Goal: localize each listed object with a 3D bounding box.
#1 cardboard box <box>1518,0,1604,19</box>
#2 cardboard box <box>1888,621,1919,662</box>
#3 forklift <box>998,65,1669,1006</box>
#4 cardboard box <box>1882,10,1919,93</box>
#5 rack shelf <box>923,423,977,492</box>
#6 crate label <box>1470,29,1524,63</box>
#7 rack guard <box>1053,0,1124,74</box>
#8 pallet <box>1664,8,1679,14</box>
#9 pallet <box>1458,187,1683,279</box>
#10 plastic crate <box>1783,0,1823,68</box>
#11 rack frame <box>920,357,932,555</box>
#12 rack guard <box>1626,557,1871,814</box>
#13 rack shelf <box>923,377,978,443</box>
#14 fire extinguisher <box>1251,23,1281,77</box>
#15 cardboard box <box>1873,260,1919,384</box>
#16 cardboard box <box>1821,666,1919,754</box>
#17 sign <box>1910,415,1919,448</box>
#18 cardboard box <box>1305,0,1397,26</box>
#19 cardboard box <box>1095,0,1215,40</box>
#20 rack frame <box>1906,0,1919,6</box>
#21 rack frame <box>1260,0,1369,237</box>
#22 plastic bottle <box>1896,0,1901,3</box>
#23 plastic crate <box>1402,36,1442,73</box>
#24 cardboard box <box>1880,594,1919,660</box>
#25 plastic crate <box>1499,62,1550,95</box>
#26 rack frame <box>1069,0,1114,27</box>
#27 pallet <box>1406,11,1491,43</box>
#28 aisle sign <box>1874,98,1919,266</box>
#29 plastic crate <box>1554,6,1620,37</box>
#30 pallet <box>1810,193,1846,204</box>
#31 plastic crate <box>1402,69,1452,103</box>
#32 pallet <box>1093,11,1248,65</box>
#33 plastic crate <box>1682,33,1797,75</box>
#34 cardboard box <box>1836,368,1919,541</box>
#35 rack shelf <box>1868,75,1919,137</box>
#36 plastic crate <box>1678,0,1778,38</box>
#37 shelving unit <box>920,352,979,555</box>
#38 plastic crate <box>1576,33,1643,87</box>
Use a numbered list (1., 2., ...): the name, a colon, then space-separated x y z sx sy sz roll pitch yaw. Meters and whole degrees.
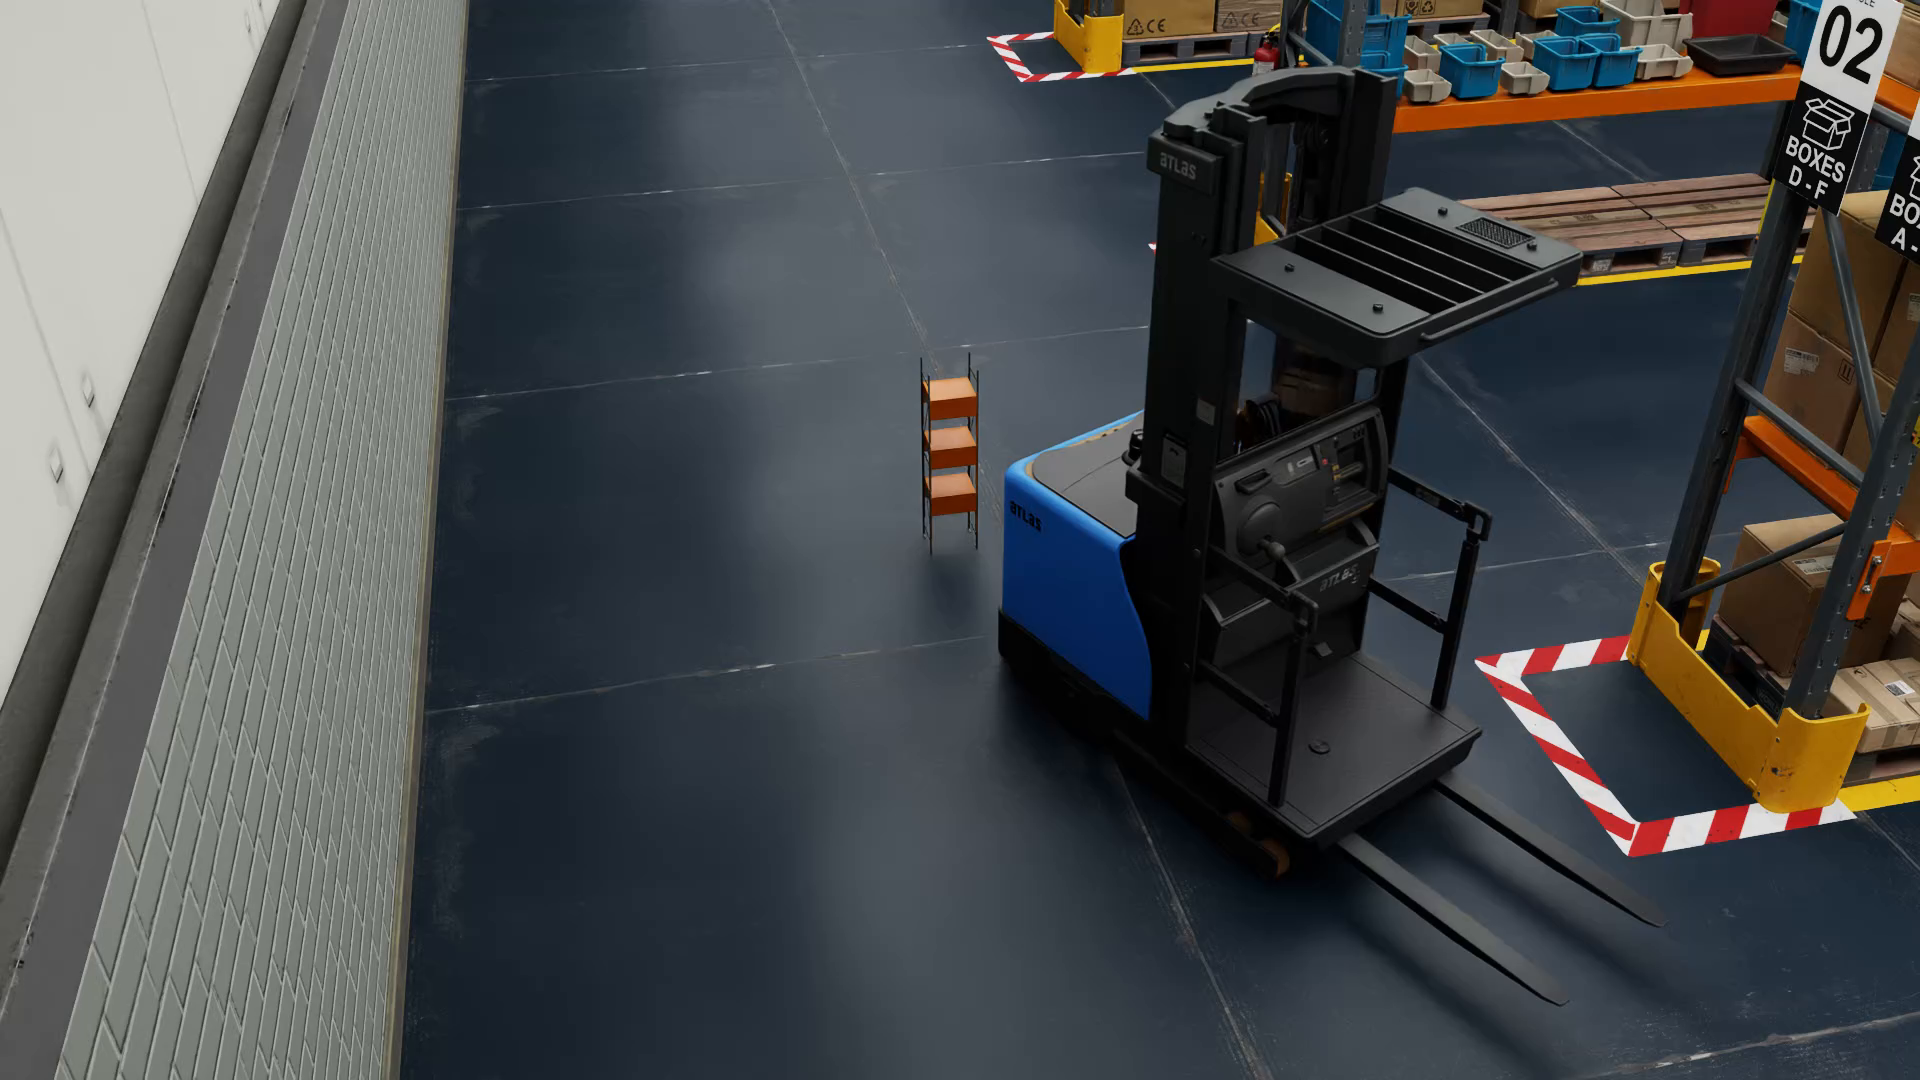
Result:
1. cardboard box: 5.724 -5.669 16.035 0.875 0.875 1.225 -7 35 -10
2. cardboard box: 4.465 0.574 7.275 0.500 0.250 0.500 -7 35 -11
3. forklift: 1.474 -0.164 6.364 1.130 2.935 3.031 -23 40 -30
4. cardboard box: 3.827 -1.801 6.184 0.500 0.250 0.500 -7 35 -11
5. rack shelf: -0.052 -0.421 8.454 0.240 0.259 0.215 -7 35 -11
6. crate label: 3.602 -3.293 11.148 0.243 0.136 0.396 -7 35 -11
7. rack guard: 1.179 -4.755 15.386 0.348 0.500 1.175 -7 35 -11
8. pallet: 7.032 -5.417 16.633 1.213 0.211 1.003 -7 35 -11
9. pallet: 4.295 -2.174 11.800 1.213 0.211 1.003 -7 35 -11
10. plastic crate: 5.816 -3.371 11.042 0.575 0.384 0.392 -7 35 -11
11. rack frame: -0.171 -0.414 8.425 0.008 1.050 0.200 -7 35 -11
12. rack guard: 3.458 0.618 7.381 0.348 0.500 1.175 -7 35 -11
13. rack shelf: -0.052 -0.656 8.295 0.240 0.259 0.215 -7 35 -11
14. fire extinguisher: 2.048 -3.145 11.149 0.183 0.674 0.296 -7 35 -11
15. cardboard box: 3.875 -0.779 6.232 0.500 0.500 0.500 -6 34 -9
16. cardboard box: 3.868 0.726 7.141 0.250 0.149 0.380 -7 35 -11
17. sign: 3.504 -0.475 5.990 0.005 0.325 0.100 -7 35 -11
18. cardboard box: 3.564 -5.431 15.681 0.875 0.875 0.875 -7 35 -11
19. cardboard box: 1.809 -5.210 15.351 0.875 0.875 0.875 -7 35 -11
20. rack frame: 3.384 -2.902 4.999 0.127 3.000 1.000 -7 35 -11
21. rack frame: 2.295 -3.103 10.683 0.127 3.000 1.000 -7 35 -11
22. plastic bottle: 6.725 -3.824 11.861 0.133 0.283 0.061 -7 35 -11
23. plastic crate: 3.050 -3.218 11.036 0.243 0.136 0.396 -7 35 -11
24. cardboard box: 4.275 0.381 7.638 0.250 0.166 0.380 -7 35 -11
25. plastic crate: 3.601 -2.948 10.634 0.298 0.136 0.250 -7 35 -11
26. rack frame: 1.202 -5.795 14.694 0.127 3.000 1.000 -7 35 -11
27. pallet: 4.345 -5.078 16.128 1.213 0.211 1.003 -7 35 -11
28. aisle sign: 3.382 -1.322 5.696 0.004 0.787 0.394 -7 35 -11
29. plastic crate: 4.241 -3.451 11.297 0.300 0.233 0.416 -7 35 -11
30. pallet: 6.958 -2.510 12.300 1.213 0.211 1.003 -7 35 -11
31. plastic crate: 2.939 -2.865 10.510 0.298 0.136 0.250 -7 35 -11
32. pallet: 1.965 -4.778 15.681 1.213 0.211 1.003 -7 35 -11
33. plastic crate: 5.164 -3.222 11.053 0.590 0.125 0.437 -7 35 -11
34. cardboard box: 3.875 -0.364 6.510 0.500 0.500 0.500 -6 34 -10
35. rack shelf: 5.335 -1.604 6.401 4.000 0.370 1.077 -7 35 -11
36. plastic crate: 5.270 -3.673 11.421 0.583 0.464 0.402 -7 35 -11
37. shelving unit: -0.052 -0.429 8.448 0.252 1.050 0.215 -7 35 -11
38. plastic crate: 4.185 -3.109 10.788 0.300 0.233 0.416 -7 35 -11
